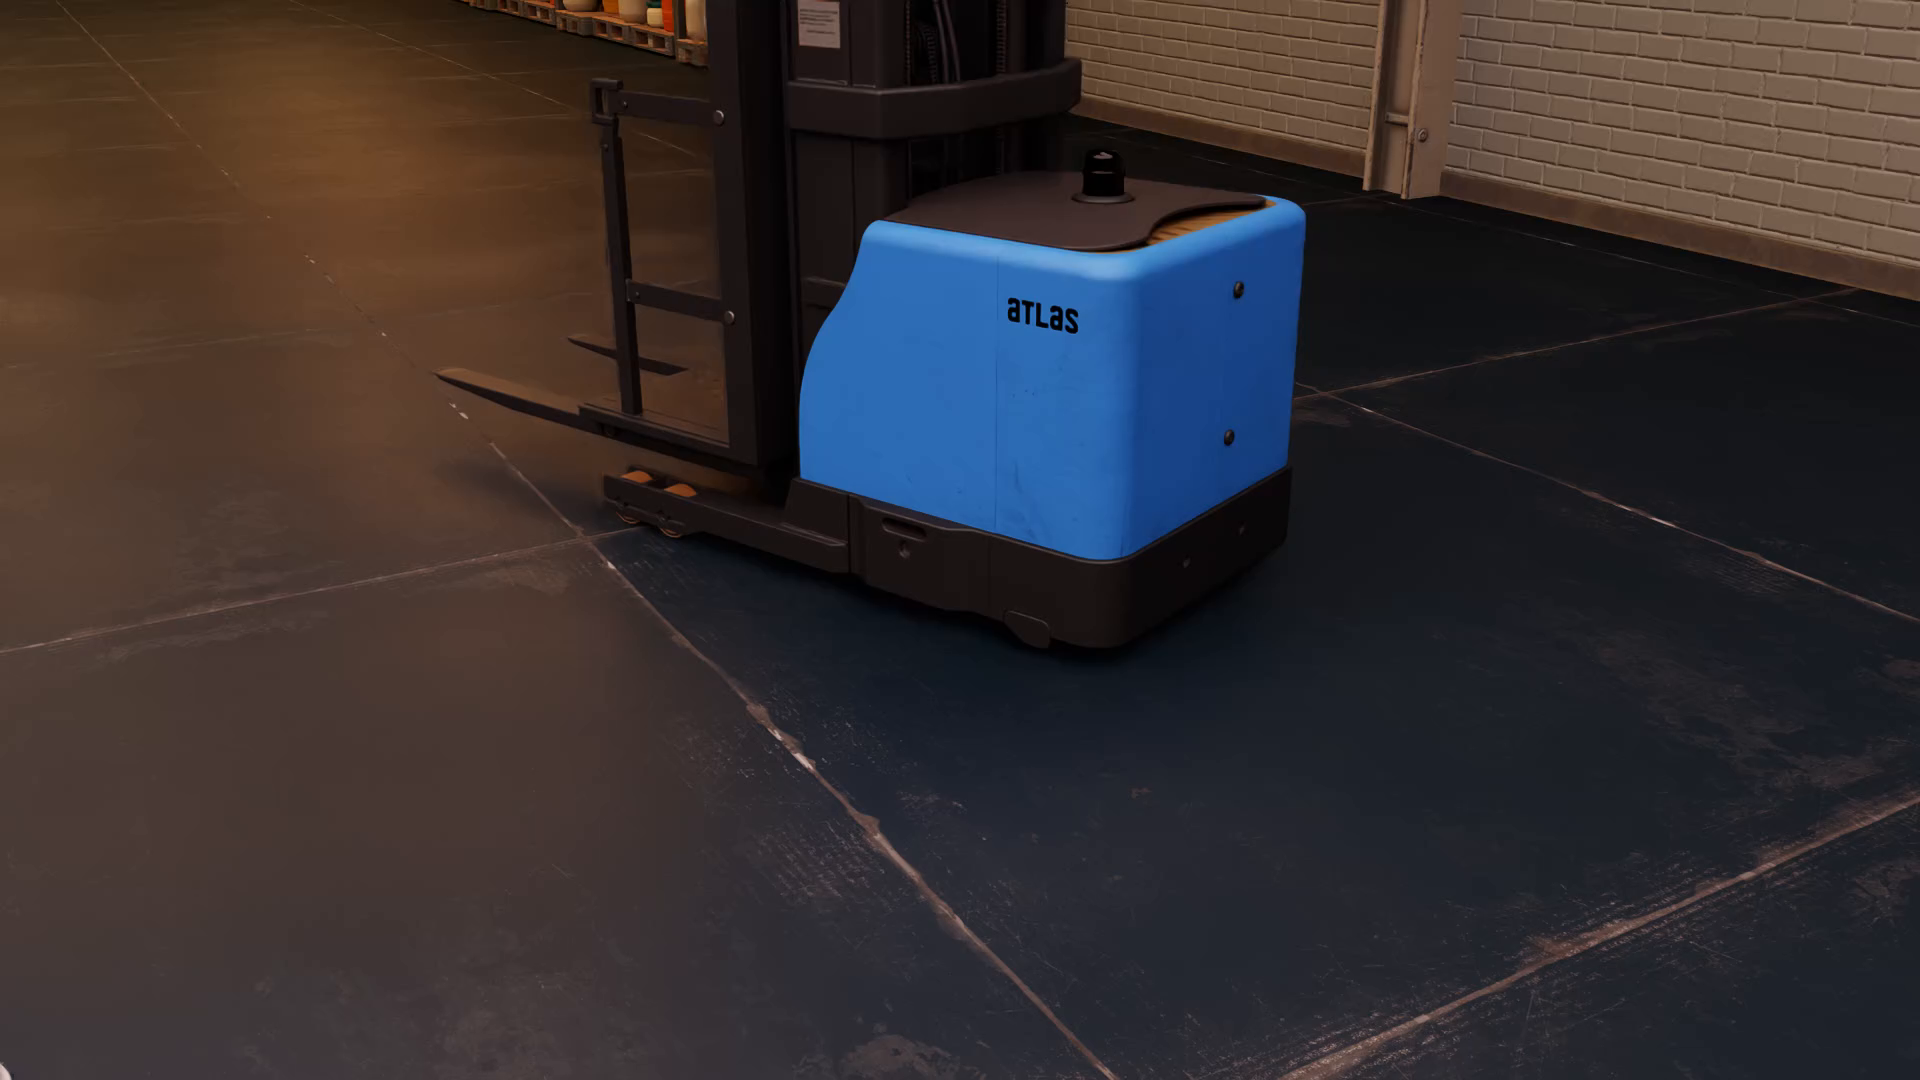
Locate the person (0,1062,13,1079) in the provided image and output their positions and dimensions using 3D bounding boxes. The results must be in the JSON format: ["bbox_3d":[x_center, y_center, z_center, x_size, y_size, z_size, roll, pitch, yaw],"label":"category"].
[{"bbox_3d":[-0.865,0.788,1.092,0.574,1.721,0.492,3,22,7],"label":"person"}]

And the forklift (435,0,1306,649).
[{"bbox_3d":[-0.501,-1.503,4.937,3.031,2.935,1.130,16,27,34],"label":"forklift"}]
